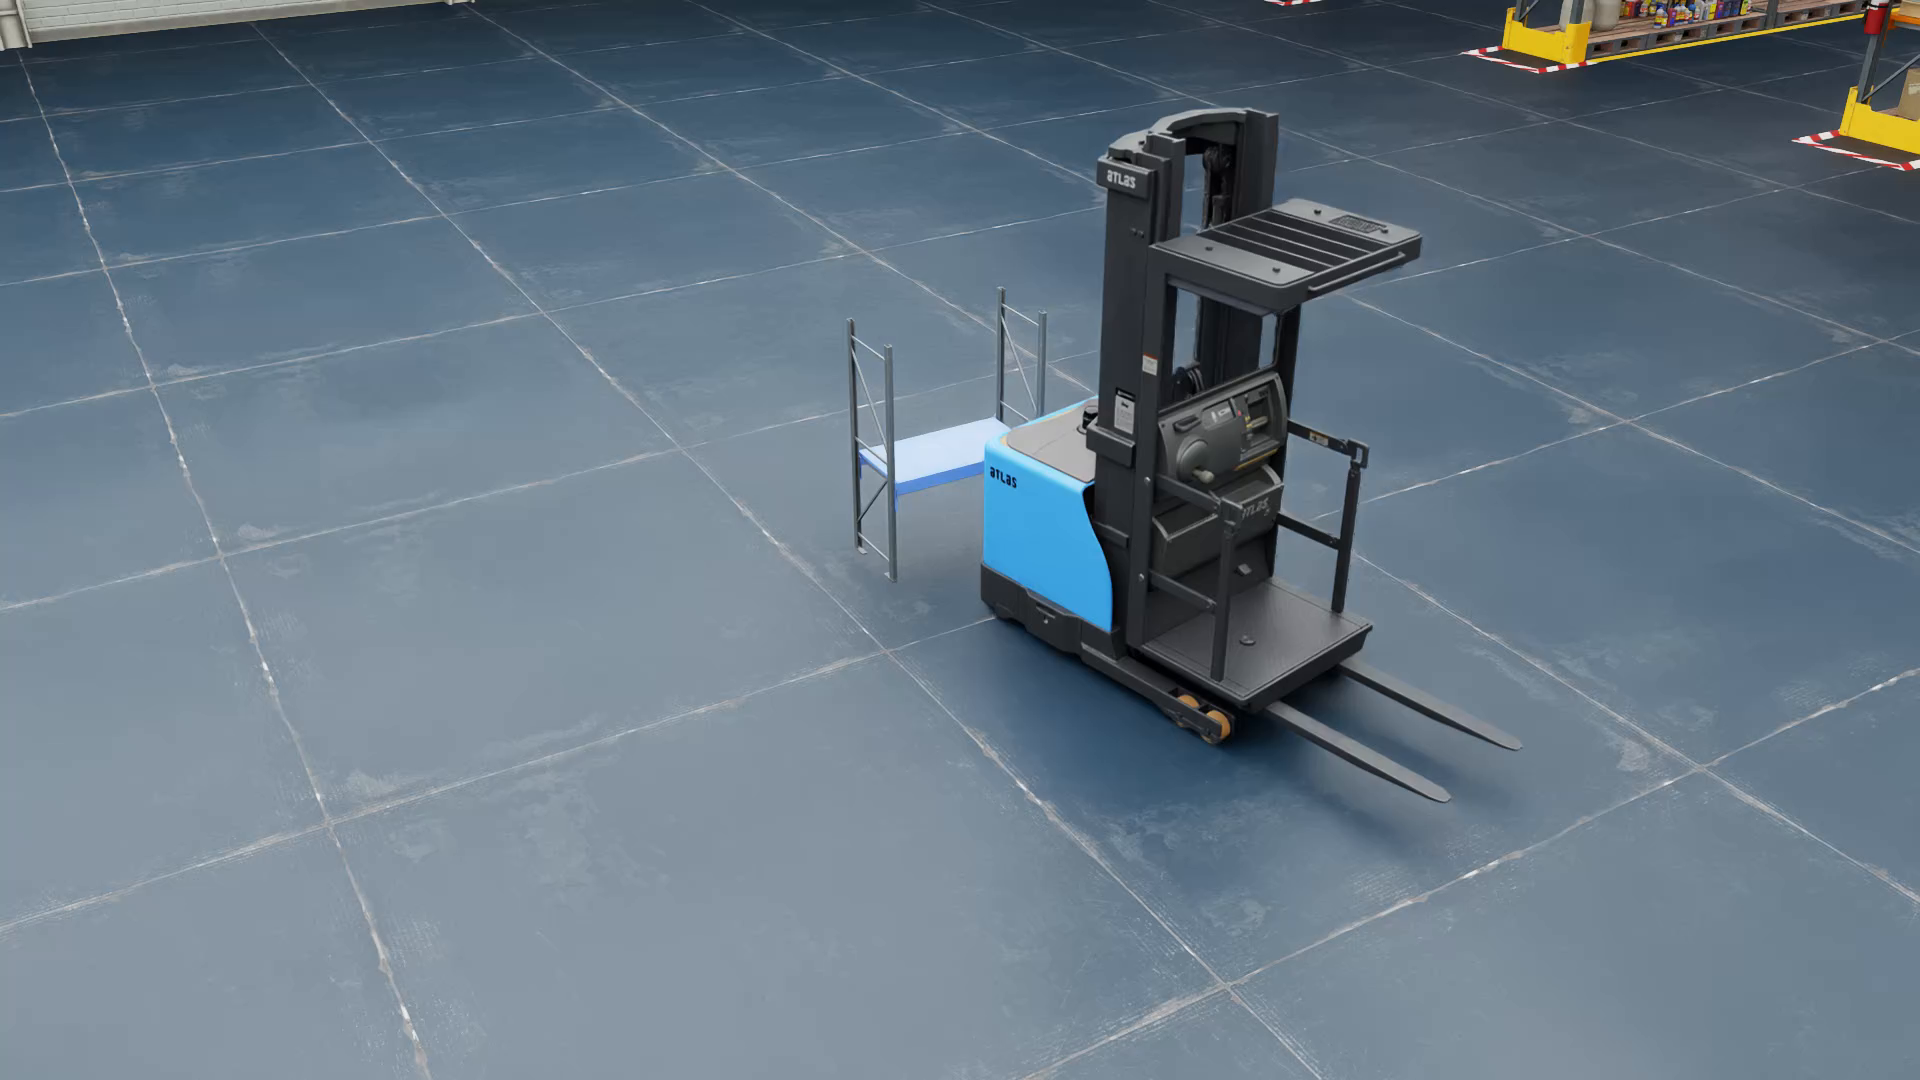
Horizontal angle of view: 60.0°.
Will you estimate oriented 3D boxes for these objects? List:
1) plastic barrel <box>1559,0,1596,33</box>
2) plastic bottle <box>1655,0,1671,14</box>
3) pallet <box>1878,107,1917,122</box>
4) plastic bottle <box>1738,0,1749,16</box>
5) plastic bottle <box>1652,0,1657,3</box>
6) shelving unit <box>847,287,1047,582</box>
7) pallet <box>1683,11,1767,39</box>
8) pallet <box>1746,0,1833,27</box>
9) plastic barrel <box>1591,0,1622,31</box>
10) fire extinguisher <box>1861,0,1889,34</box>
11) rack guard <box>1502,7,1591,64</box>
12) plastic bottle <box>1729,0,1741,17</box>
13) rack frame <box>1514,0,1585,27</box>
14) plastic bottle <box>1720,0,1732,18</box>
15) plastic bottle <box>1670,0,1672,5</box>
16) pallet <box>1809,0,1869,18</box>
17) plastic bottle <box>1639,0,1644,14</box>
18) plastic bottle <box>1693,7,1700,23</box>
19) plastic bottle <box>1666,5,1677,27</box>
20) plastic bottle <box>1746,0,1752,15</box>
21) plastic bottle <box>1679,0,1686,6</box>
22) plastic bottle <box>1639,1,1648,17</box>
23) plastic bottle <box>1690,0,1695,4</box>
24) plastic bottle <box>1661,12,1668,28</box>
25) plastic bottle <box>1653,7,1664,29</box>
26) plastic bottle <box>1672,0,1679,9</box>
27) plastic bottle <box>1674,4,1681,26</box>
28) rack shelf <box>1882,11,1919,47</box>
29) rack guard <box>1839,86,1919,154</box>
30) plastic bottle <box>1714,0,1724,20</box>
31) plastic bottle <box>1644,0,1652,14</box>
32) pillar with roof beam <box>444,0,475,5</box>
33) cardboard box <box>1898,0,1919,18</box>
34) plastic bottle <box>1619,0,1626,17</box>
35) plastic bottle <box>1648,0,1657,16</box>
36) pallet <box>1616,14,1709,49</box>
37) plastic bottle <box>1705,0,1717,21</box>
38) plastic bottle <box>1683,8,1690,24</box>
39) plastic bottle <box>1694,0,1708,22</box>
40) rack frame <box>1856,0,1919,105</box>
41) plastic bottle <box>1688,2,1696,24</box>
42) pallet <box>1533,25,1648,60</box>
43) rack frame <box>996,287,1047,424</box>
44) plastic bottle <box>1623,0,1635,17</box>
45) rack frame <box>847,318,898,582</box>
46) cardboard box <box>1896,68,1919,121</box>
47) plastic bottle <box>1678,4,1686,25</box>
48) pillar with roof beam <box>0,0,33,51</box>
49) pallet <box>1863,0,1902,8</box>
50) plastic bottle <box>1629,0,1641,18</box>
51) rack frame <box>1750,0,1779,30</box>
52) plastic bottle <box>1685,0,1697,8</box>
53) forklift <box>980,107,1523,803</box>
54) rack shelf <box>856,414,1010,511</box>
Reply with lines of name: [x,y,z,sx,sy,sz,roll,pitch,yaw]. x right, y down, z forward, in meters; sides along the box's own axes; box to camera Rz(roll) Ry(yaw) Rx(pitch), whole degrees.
plastic barrel: [8.189,-6.987,22.045,0.421,0.512,0.421,0,29,0]
plastic bottle: [9.770,-7.448,23.104,0.135,0.276,0.152,-16,33,-26]
pallet: [10.953,-4.618,18.498,1.213,0.211,1.003,-16,33,-26]
plastic bottle: [10.861,-7.427,23.057,0.133,0.283,0.061,-14,32,-24]
plastic bottle: [9.674,-7.537,23.186,0.185,0.351,0.144,-16,33,-27]
shelving unit: [-0.074,-0.636,9.948,1.048,1.500,0.538,-16,33,-26]
pallet: [10.509,-7.311,23.377,1.213,0.211,1.003,-16,33,-26]
pallet: [11.766,-7.666,24.021,1.213,0.211,1.003,-16,33,-26]
plastic barrel: [8.621,-7.110,22.267,0.421,0.512,0.421,0,29,0]
fire extinguisher: [9.837,-5.766,17.772,0.183,0.674,0.296,-16,33,-26]
rack guard: [7.702,-6.643,21.869,0.348,0.500,1.175,-16,33,-26]
plastic bottle: [10.700,-7.434,23.000,0.185,0.351,0.144,-17,33,-28]
rack frame: [7.660,-7.700,21.195,0.127,3.000,1.000,-16,33,-26]
plastic bottle: [10.534,-7.387,22.915,0.185,0.351,0.144,-18,33,-29]
plastic bottle: [9.932,-7.554,23.301,0.097,0.271,0.097,0,29,0]
pallet: [12.819,-7.967,24.566,1.213,0.211,1.003,-16,33,-26]
plastic bottle: [9.372,-7.416,23.045,0.135,0.276,0.152,-17,33,-28]
plastic bottle: [10.026,-7.164,22.666,0.097,0.201,0.097,0,29,0]
plastic bottle: [9.586,-7.065,22.401,0.133,0.283,0.061,-15,32,-26]
plastic bottle: [10.954,-7.427,23.143,0.097,0.201,0.097,0,29,0]
plastic bottle: [10.139,-7.566,23.322,0.097,0.271,0.097,0,29,0]
plastic bottle: [9.452,-7.336,22.978,0.097,0.201,0.097,0,29,0]
plastic bottle: [10.059,-7.284,22.799,0.133,0.283,0.061,-16,33,-26]
plastic bottle: [9.471,-7.006,22.380,0.097,0.201,0.097,0,29,0]
plastic bottle: [9.381,-7.012,22.317,0.097,0.271,0.097,0,29,0]
plastic bottle: [10.040,-7.641,23.375,0.185,0.351,0.144,-17,33,-28]
plastic bottle: [9.677,-7.096,22.469,0.097,0.271,0.097,0,29,0]
rack shelf: [11.894,-5.811,18.518,4.000,0.370,1.077,-16,33,-26]
rack guard: [10.235,-4.560,18.094,0.348,0.500,1.175,-16,33,-26]
plastic bottle: [10.415,-7.300,22.828,0.133,0.283,0.061,-14,32,-23]
plastic bottle: [9.513,-7.491,23.104,0.185,0.351,0.144,-14,32,-24]
pillar with roof beam: [-5.359,-10.254,19.615,0.400,9.000,9.100,-16,33,-26]
cardboard box: [10.311,-5.682,17.800,0.250,0.149,0.380,-16,33,-26]
plastic bottle: [9.113,-7.371,22.957,0.133,0.283,0.061,-15,32,-25]
plastic bottle: [9.612,-7.386,23.068,0.097,0.201,0.097,0,29,0]
pallet: [9.456,-7.010,22.832,1.213,0.211,1.003,-16,33,-26]
plastic bottle: [10.256,-7.308,22.772,0.185,0.351,0.144,-16,33,-27]
plastic bottle: [9.849,-7.114,22.575,0.097,0.201,0.097,0,29,0]
plastic bottle: [10.114,-7.237,22.721,0.135,0.276,0.152,-15,32,-25]
rack frame: [10.170,-5.636,17.457,0.127,3.000,1.000,-16,33,-26]
plastic bottle: [9.938,-7.170,22.604,0.097,0.271,0.097,0,29,0]
pallet: [8.405,-6.713,22.295,1.213,0.211,1.003,-16,33,-26]
rack frame: [0.365,-0.760,10.173,0.032,1.500,0.500,-16,33,-26]
plastic bottle: [9.253,-7.382,22.984,0.135,0.276,0.152,-16,33,-26]
rack frame: [-0.512,-0.511,9.723,0.032,1.500,0.500,-16,33,-26]
cardboard box: [10.716,-4.872,18.224,0.500,0.500,0.500,-10,30,-17]
plastic bottle: [9.763,-7.120,22.514,0.097,0.271,0.097,0,29,0]
pillar with roof beam: [-10.532,-8.785,16.954,0.400,9.000,9.100,-16,33,-26]
pallet: [13.870,-8.263,25.103,1.213,0.211,1.003,-16,33,-26]
plastic bottle: [9.307,-7.341,22.902,0.133,0.283,0.061,-16,33,-26]
rack frame: [11.109,-8.679,22.970,0.127,3.000,1.000,-16,33,-26]
plastic bottle: [10.276,-7.627,23.350,0.185,0.351,0.144,-16,33,-26]
forklift: [1.476,-0.524,8.265,1.130,2.935,3.031,-24,37,-36]
rack shelf: [-0.074,-0.478,10.035,1.000,0.185,0.538,-16,33,-26]
